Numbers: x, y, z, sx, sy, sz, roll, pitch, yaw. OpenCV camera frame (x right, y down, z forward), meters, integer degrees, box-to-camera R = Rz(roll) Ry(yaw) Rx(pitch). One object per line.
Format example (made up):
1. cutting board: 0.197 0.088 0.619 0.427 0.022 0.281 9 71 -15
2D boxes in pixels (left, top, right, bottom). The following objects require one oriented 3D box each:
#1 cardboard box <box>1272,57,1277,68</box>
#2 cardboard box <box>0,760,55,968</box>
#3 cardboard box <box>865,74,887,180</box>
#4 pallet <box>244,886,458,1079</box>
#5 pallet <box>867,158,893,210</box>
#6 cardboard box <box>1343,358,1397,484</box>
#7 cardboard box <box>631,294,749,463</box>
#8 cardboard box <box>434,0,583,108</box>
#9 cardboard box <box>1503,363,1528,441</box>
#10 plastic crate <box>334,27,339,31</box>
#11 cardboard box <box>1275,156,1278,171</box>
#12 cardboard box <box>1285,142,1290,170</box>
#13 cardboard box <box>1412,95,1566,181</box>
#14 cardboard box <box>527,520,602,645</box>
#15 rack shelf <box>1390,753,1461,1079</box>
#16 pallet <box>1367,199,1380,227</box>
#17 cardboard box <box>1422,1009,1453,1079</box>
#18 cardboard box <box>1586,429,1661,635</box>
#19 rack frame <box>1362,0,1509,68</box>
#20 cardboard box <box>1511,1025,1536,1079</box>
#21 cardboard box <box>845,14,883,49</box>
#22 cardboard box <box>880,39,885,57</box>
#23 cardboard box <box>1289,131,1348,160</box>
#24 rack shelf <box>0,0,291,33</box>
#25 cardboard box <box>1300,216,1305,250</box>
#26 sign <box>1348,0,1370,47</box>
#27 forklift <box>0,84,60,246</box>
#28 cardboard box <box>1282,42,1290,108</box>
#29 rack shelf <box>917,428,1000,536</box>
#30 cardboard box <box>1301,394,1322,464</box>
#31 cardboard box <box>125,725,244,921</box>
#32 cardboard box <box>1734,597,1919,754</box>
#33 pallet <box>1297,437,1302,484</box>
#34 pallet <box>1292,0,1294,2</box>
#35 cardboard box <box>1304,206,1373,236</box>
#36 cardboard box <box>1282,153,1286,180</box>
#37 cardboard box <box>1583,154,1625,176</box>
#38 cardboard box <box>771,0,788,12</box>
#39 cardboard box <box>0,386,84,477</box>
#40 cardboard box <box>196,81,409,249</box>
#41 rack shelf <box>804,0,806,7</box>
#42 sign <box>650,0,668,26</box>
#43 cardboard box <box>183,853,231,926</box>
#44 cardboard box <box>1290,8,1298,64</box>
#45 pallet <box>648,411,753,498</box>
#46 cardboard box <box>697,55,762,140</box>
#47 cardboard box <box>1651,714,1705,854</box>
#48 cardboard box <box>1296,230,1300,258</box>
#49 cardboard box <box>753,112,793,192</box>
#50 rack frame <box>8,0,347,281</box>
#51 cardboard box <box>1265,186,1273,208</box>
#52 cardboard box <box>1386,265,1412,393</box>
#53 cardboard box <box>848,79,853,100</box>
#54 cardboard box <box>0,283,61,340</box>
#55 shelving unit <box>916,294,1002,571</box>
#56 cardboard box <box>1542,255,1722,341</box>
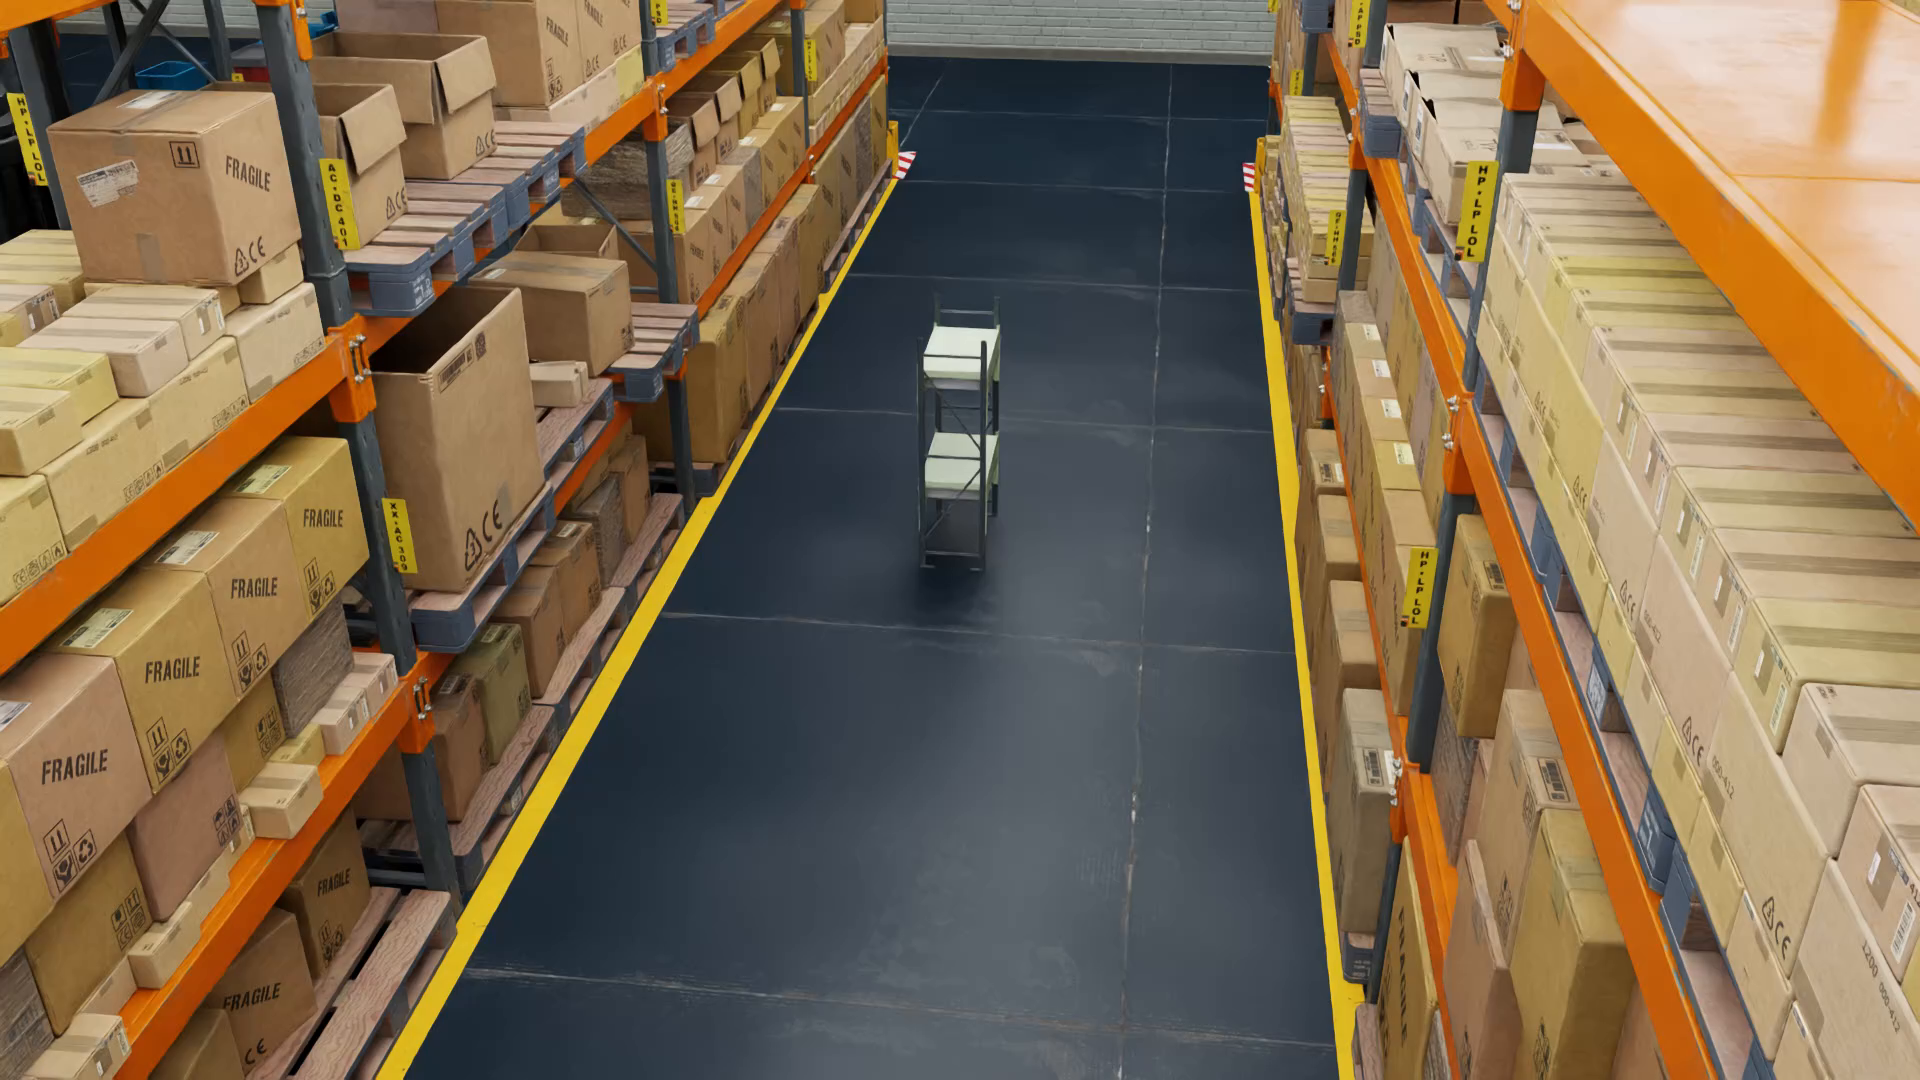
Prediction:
1. cardboard box: 3.285 -4.731 16.426 0.380 0.149 0.250 3 28 6
2. cardboard box: -2.755 0.892 4.251 0.500 0.500 0.500 3 28 6
3. cardboard box: -1.260 -4.255 17.074 0.875 0.875 0.875 3 28 6
4. pallet: -2.778 1.883 6.824 1.003 0.211 1.213 3 28 6
5. pallet: -1.281 -3.702 17.192 1.003 0.211 1.213 3 28 6
6. cardboard box: 2.225 -0.581 8.352 0.500 0.500 0.500 3 28 6
7. cardboard box: -2.136 -1.118 11.253 1.225 0.875 0.875 2 28 4
8. cardboard box: -2.179 -2.417 8.070 0.500 0.500 0.500 4 29 7
9. cardboard box: 1.736 -0.374 4.629 0.380 0.149 0.250 3 28 6
10. plastic crate: -6.655 -5.266 17.369 0.250 0.136 0.298 3 28 6
11. cardboard box: 3.228 -3.571 15.943 0.380 0.149 0.250 2 28 4
12. cardboard box: 2.563 -2.773 12.035 0.380 0.149 0.250 2 28 4
13. cardboard box: 2.176 -1.675 6.871 0.500 0.311 0.500 2 28 4
14. cardboard box: -2.421 0.207 9.167 0.700 0.500 0.500 6 29 10
15. rack shelf: 1.934 1.932 4.553 1.077 0.370 4.000 3 28 6
16. pallet: 2.871 -2.059 11.404 1.003 0.211 1.213 3 28 6
17. cardboard box: 1.926 2.140 5.204 0.875 0.875 0.875 4 29 7
18. cardboard box: 1.659 -0.014 3.538 0.500 0.250 0.500 4 29 7
19. rack frame: 2.669 -3.851 8.202 1.000 3.000 0.127 3 28 6
20. cardboard box: 1.953 1.545 4.354 0.875 0.550 0.500 3 28 6
21. cardboard box: -1.057 -5.132 16.751 0.500 0.250 0.500 3 28 5
22. cardboard box: -0.977 -5.014 16.951 0.380 0.149 0.250 4 29 7
23. cardboard box: 2.529 -2.780 11.734 0.380 0.149 0.250 3 28 6
24. rack shelf: -2.976 -1.044 3.754 1.077 0.370 4.000 3 28 6
25. cardboard box: 2.339 -1.923 10.458 0.380 0.149 0.250 4 29 7
26. sign: 2.131 -2.790 8.851 0.100 0.325 0.005 3 28 6
27. forklift: -5.632 -0.968 9.249 3.031 2.935 1.130 -3 28 -6
28. cardboard box: 3.065 -3.990 14.366 0.500 0.500 0.500 3 28 6
29. rack shelf: -0.001 -0.370 10.335 0.431 0.370 0.720 3 28 6
30. cardboard box: 2.491 -0.619 10.721 0.500 0.500 0.500 3 28 6
31. cardboard box: -2.905 0.845 5.391 0.875 0.500 0.500 3 28 6
32. cardboard box: 1.487 0.228 2.670 0.380 0.149 0.250 4 29 7
33. pallet: 2.767 -0.350 10.968 1.003 0.211 1.213 3 28 6
34. pallet: 2.978 -4.046 11.925 1.213 0.211 1.003 3 28 6
35. cardboard box: 2.308 -1.921 10.140 0.380 0.149 0.250 3 28 6
36. cardboard box: 2.592 -2.760 12.324 0.380 0.149 0.250 4 29 7
37. cardboard box: 2.609 -1.410 6.551 0.380 0.149 0.250 3 28 6
38. cardboard box: -1.706 -5.016 15.744 0.500 0.500 0.500 3 28 5
39. cardboard box: -2.640 -0.302 4.515 0.380 0.149 0.250 5 29 9
40. cardboard box: -2.575 -1.429 6.317 0.797 0.503 0.637 2 28 4
41. rack shelf: -1.506 -5.373 14.949 1.077 0.370 4.000 3 28 6
42. sign: -1.702 -3.061 9.353 0.100 0.325 0.005 3 28 6
43. cardboard box: -2.668 1.152 5.506 0.380 0.149 0.250 3 28 6
44. cardboard box: 3.007 -4.188 13.680 0.500 0.500 0.500 2 28 5
45. pallet: -2.069 -0.684 11.590 1.003 0.211 1.213 3 28 6
46. cardboard box: -1.916 -3.290 12.324 0.797 0.503 0.637 4 29 7
47. cardboard box: 1.518 0.462 3.076 0.380 0.149 0.250 3 28 5
48. cardboard box: 2.371 -1.898 10.724 0.380 0.149 0.250 3 28 6
49. cardboard box: -1.604 -3.004 12.849 0.500 0.500 0.500 4 29 8
50. rack frame: -2.731 -2.303 5.330 1.000 3.000 0.127 3 28 6
51. cardboard box: 3.153 -3.318 16.101 0.380 0.149 0.250 4 29 7
52. cardboard box: 2.483 -1.003 8.082 0.700 0.500 0.500 3 28 5
53. cardboard box: -1.195 -4.171 15.387 0.380 0.149 0.250 3 28 5
54. cardboard box: -3.096 -0.701 5.256 0.380 0.149 0.250 4 29 7
55. shelving unit: -0.001 -0.657 10.181 0.431 1.500 0.755 3 28 6
56. cardboard box: 1.705 -0.606 4.218 0.380 0.149 0.250 3 28 5
